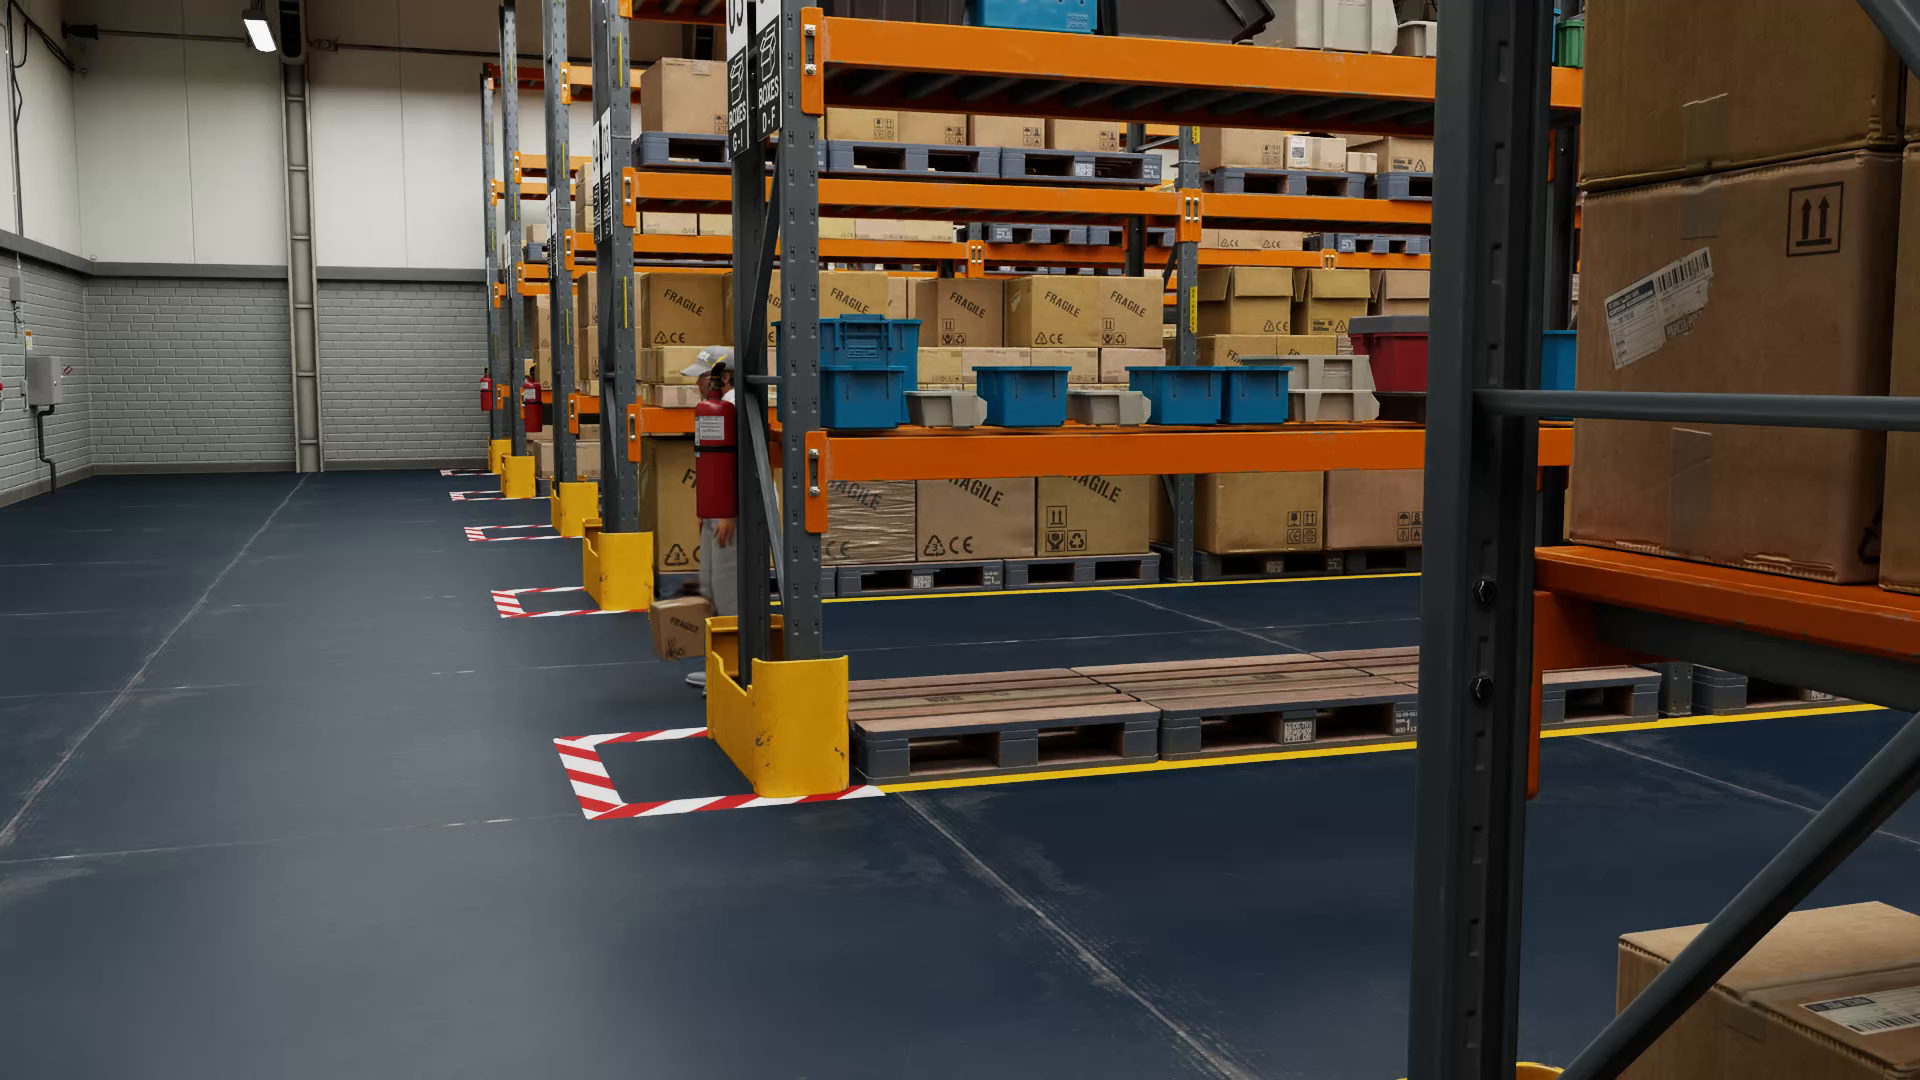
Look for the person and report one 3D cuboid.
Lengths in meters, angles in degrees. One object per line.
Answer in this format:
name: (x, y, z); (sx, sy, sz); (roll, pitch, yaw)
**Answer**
person: (-1.129, -0.099, 8.000); (0.467, 1.667, 0.560); (-2, 6, -21)
